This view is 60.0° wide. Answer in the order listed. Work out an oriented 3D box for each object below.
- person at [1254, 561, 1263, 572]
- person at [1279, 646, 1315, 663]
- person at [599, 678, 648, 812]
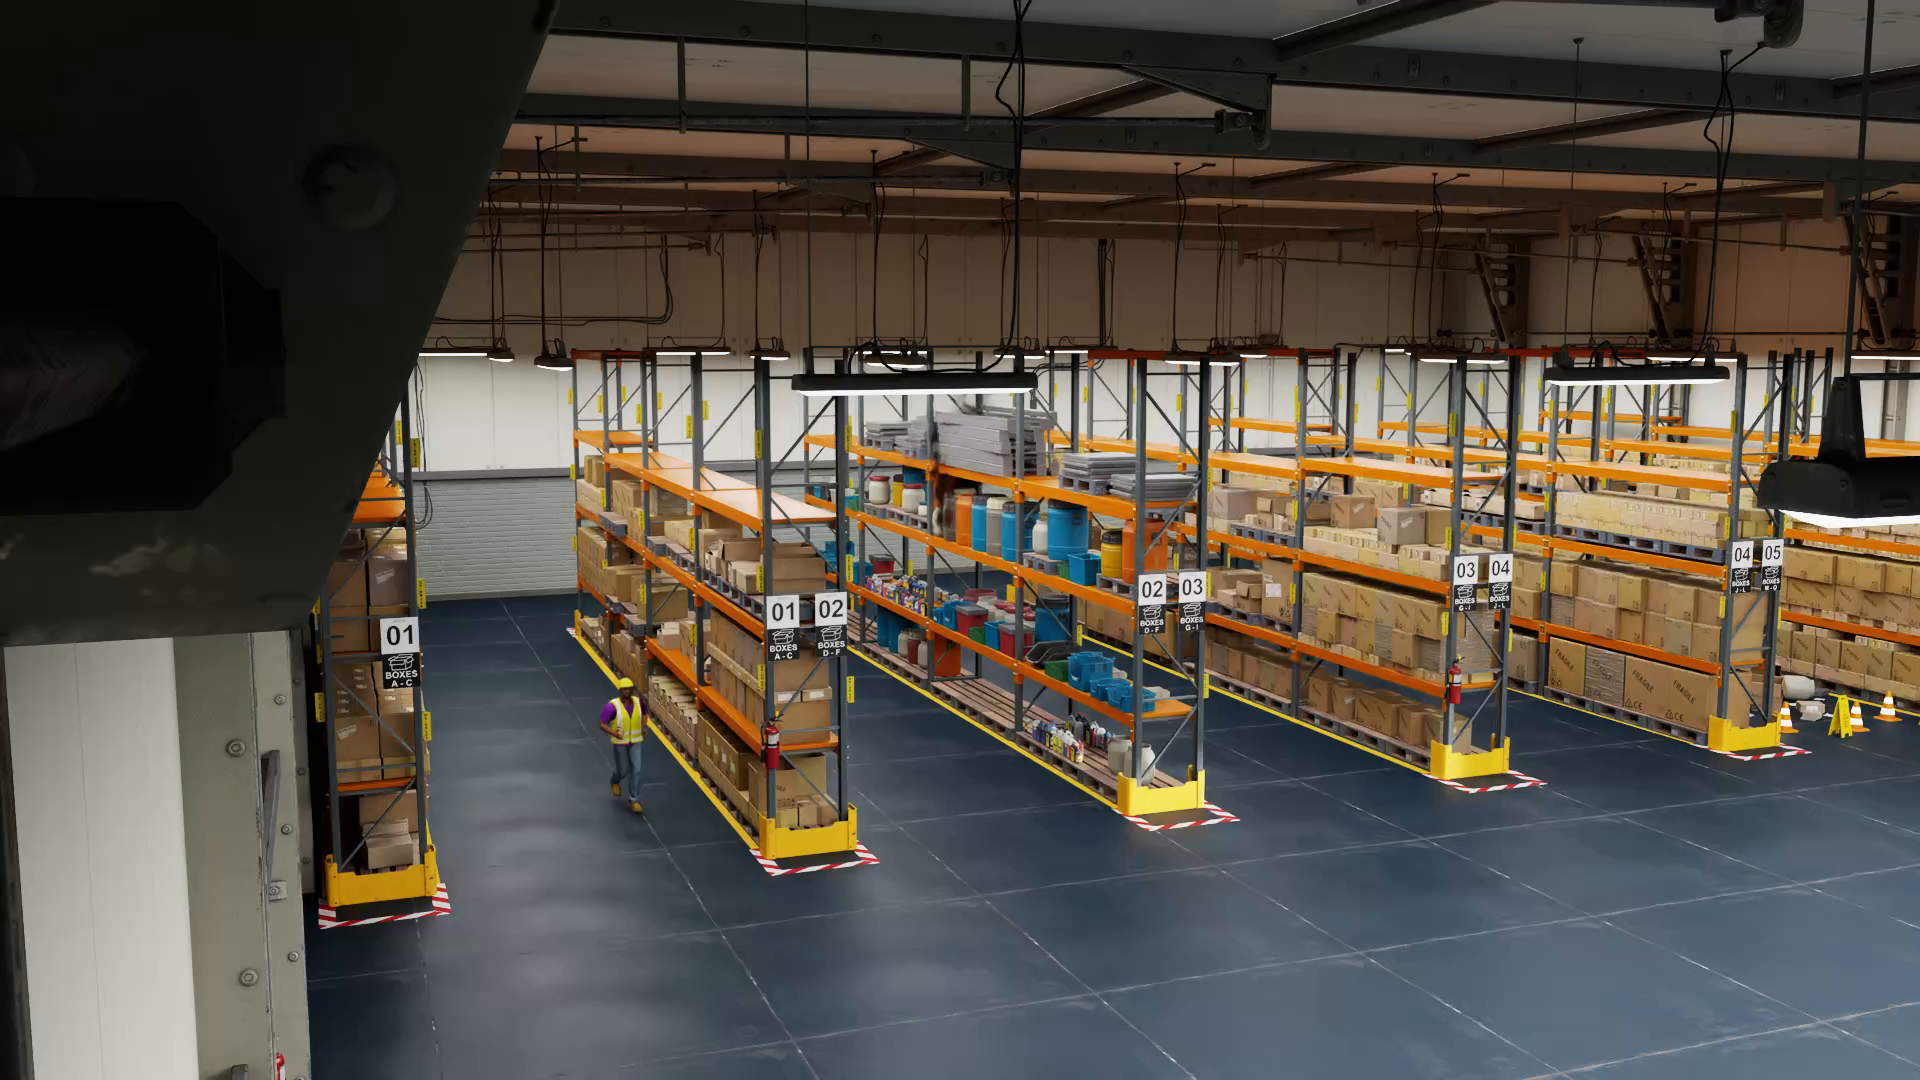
[{"bbox_3d":[7.412,0.358,41.130,0.580,1.802,0.712,7,10,44],"label":"person"},{"bbox_3d":[6.436,1.565,31.237,0.669,1.794,0.991,-3,8,-23],"label":"person"},{"bbox_3d":[-4.438,2.696,22.164,0.712,1.745,0.889,-4,8,-30],"label":"person"}]
